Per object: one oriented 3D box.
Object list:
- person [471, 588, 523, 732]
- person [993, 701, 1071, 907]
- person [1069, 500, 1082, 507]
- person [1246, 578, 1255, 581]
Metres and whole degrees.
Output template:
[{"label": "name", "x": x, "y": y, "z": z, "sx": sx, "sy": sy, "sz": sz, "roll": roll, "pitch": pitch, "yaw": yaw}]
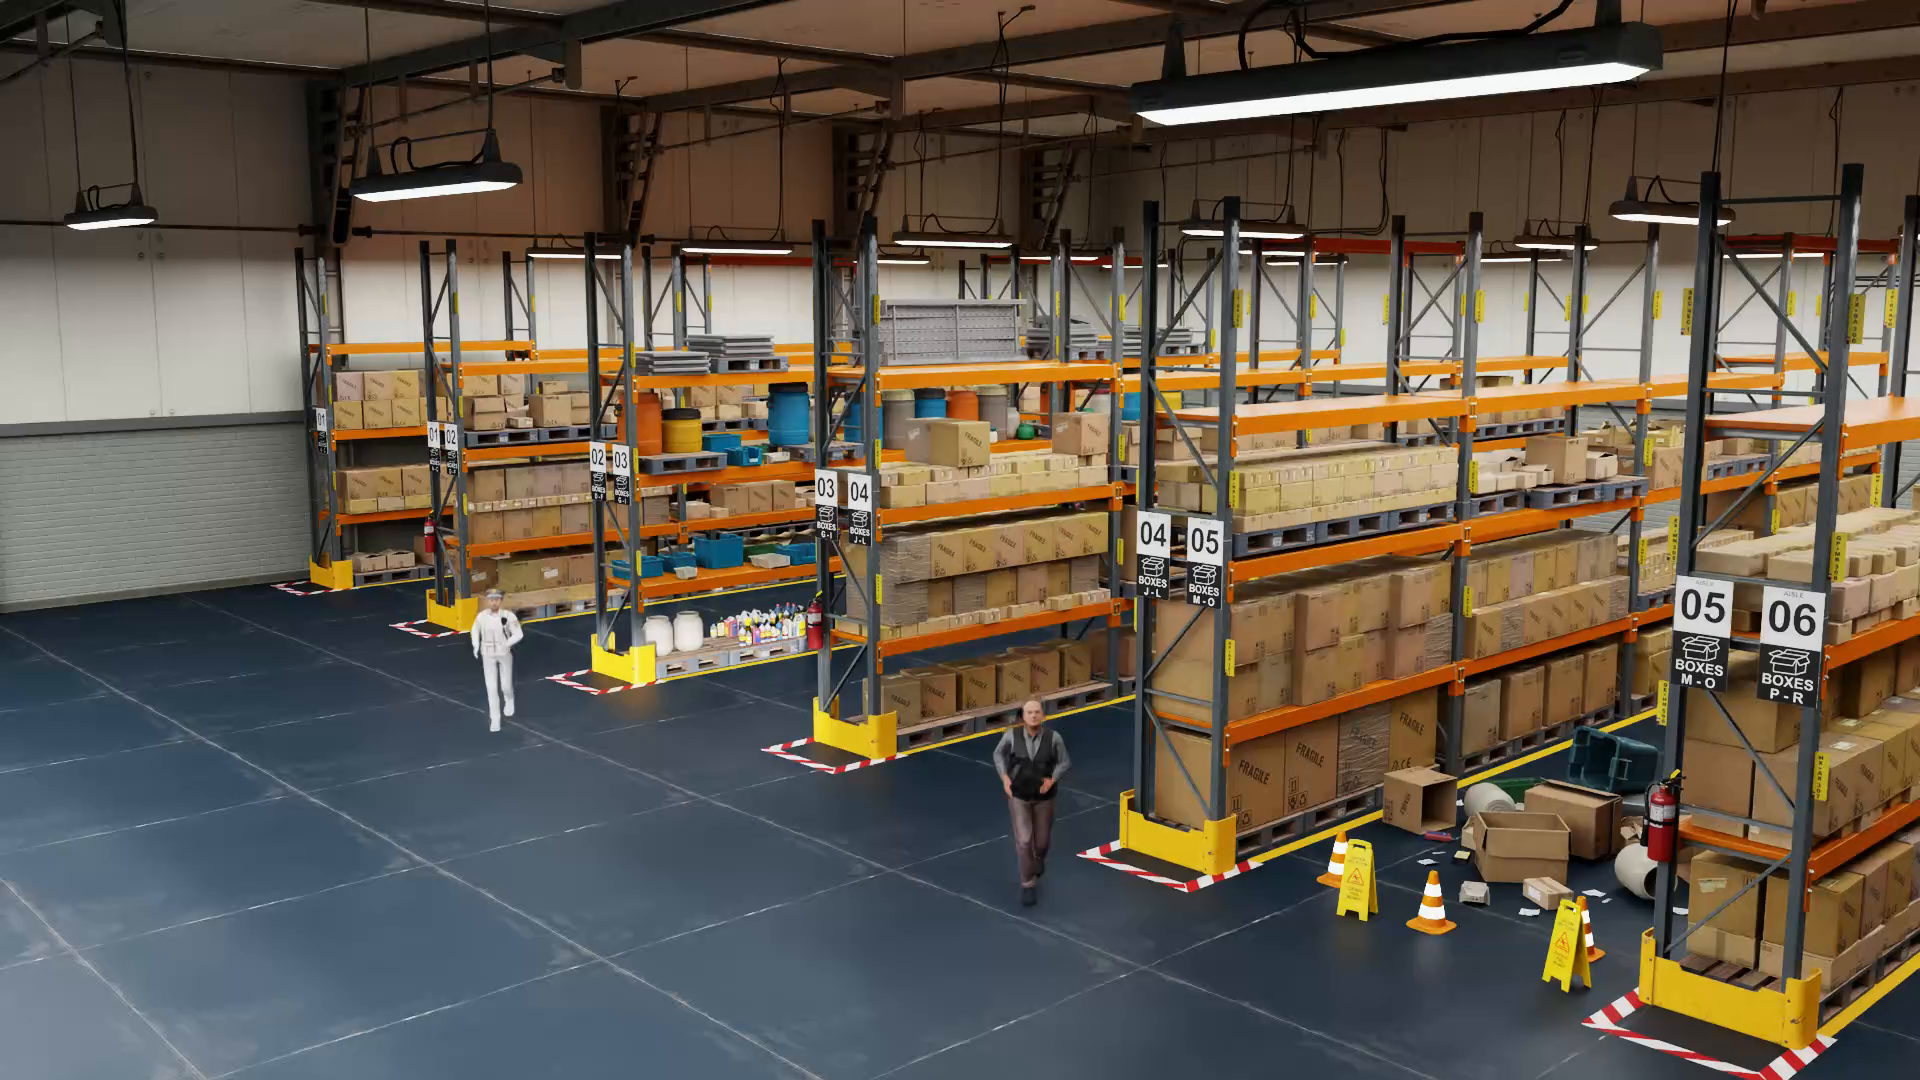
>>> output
[{"label": "person", "x": -5.577, "y": 1.397, "z": 20.033, "sx": 0.630, "sy": 1.688, "sz": 0.803, "roll": -1, "pitch": 8, "yaw": -8}, {"label": "person", "x": 0.622, "y": 2.228, "z": 14.429, "sx": 0.677, "sy": 1.716, "sz": 0.765, "roll": 0, "pitch": 8, "yaw": 0}, {"label": "person", "x": 2.286, "y": -0.427, "z": 32.651, "sx": 0.518, "sy": 1.619, "sz": 0.795, "roll": 6, "pitch": 10, "yaw": 35}, {"label": "person", "x": 3.555, "y": 1.330, "z": 20.359, "sx": 0.713, "sy": 1.741, "sz": 0.966, "roll": 7, "pitch": 11, "yaw": 38}]
